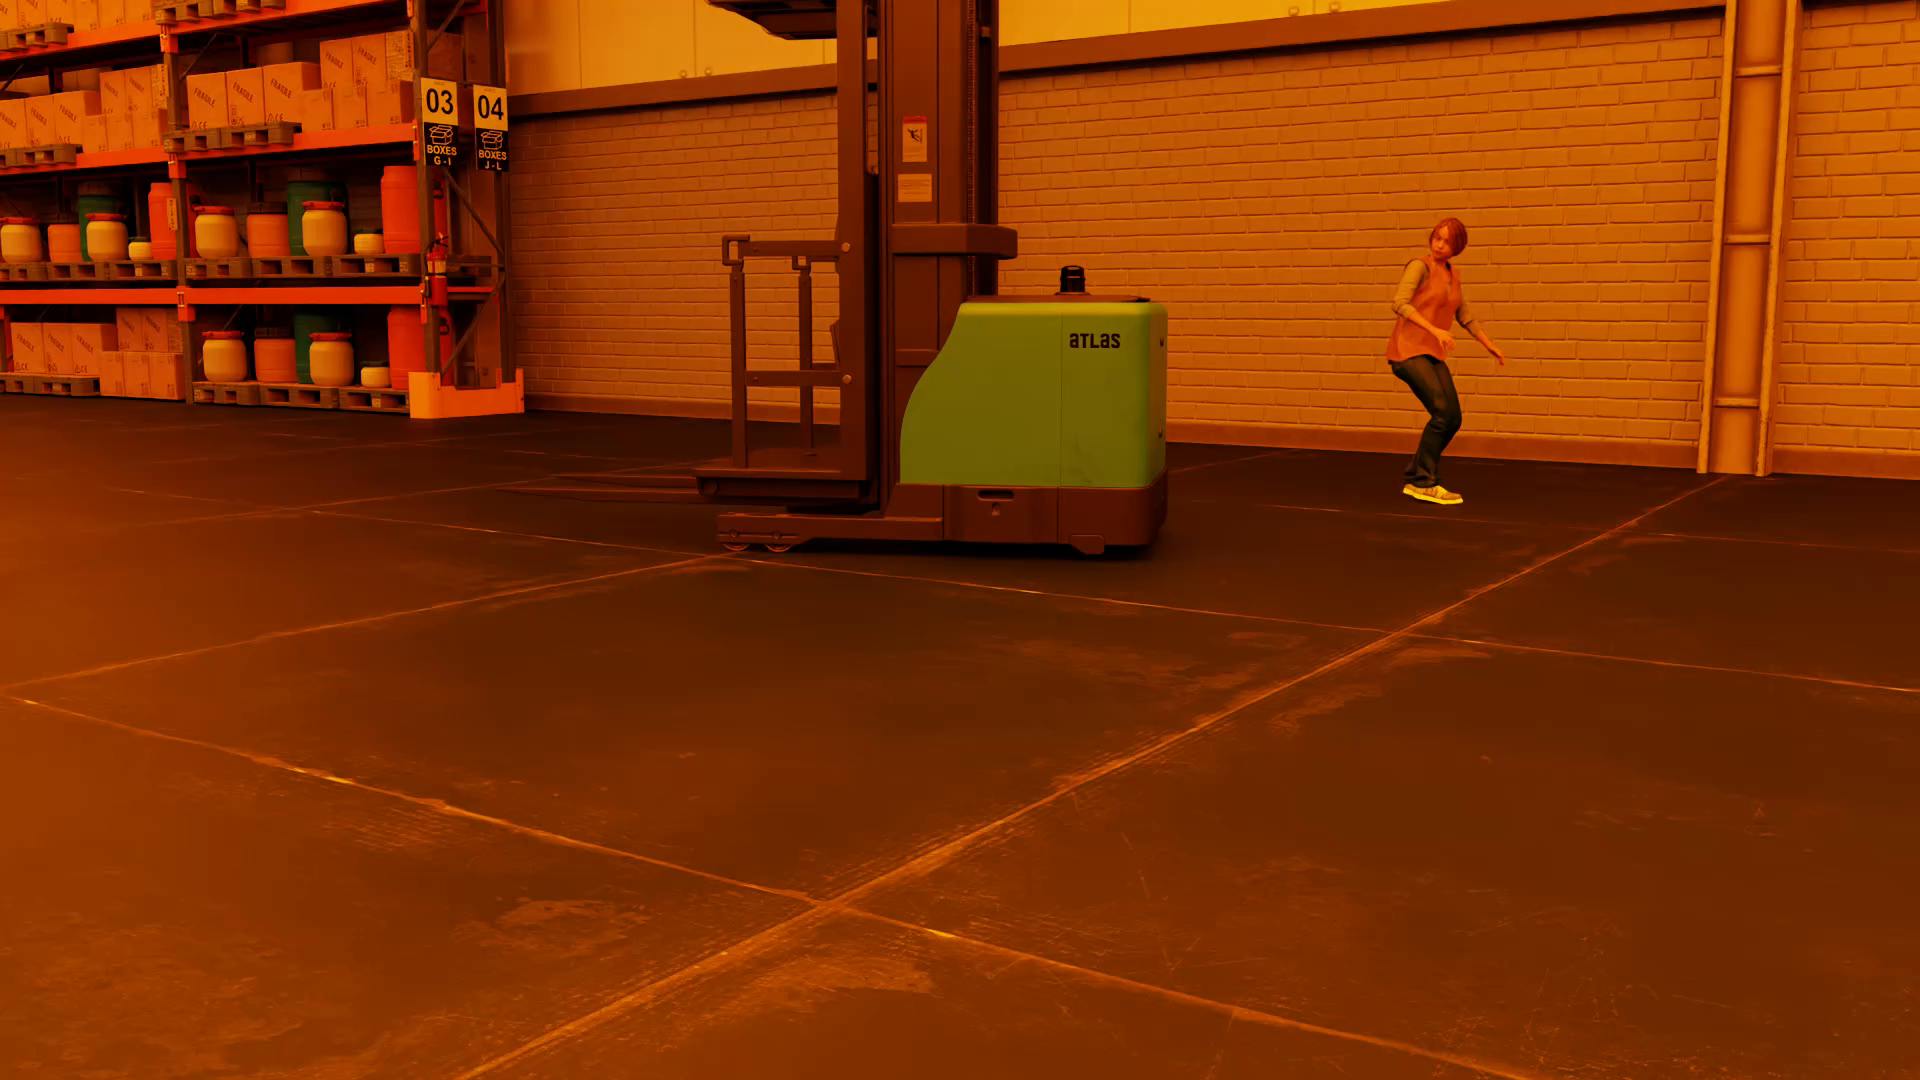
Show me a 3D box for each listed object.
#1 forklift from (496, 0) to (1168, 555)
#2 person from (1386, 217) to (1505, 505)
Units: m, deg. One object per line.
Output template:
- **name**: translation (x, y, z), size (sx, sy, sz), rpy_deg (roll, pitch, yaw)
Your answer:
- **forklift**: translation (-0.596, -1.469, 7.520), size (3.031, 2.935, 1.130), rpy_deg (2, 8, 12)
- **person**: translation (2.598, -0.958, 9.004), size (0.509, 1.545, 0.660), rpy_deg (8, 11, 43)
